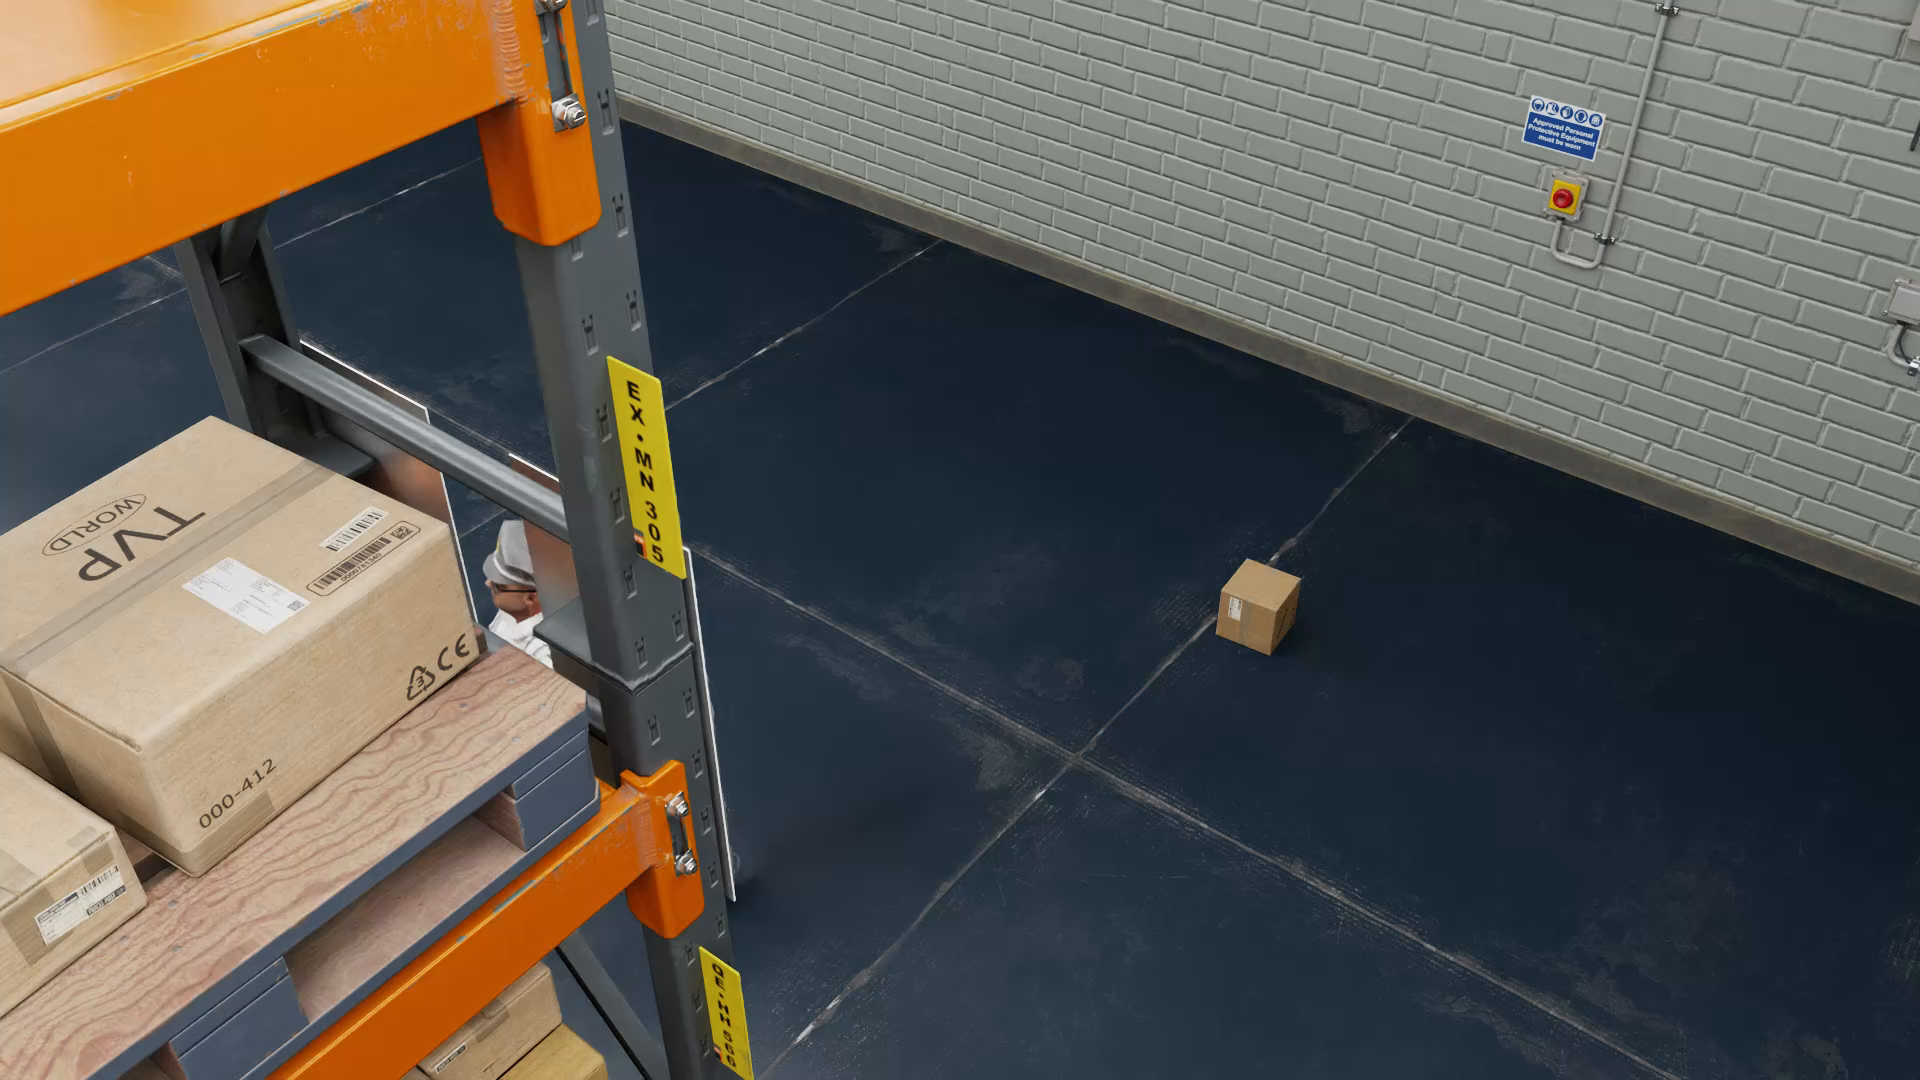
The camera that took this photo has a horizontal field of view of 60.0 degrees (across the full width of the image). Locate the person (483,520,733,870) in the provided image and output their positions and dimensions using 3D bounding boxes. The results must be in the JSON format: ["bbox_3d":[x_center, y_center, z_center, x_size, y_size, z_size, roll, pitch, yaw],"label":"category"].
[{"bbox_3d":[-1.301,0.666,5.293,1.033,1.727,0.529,-17,42,-21],"label":"person"}]
